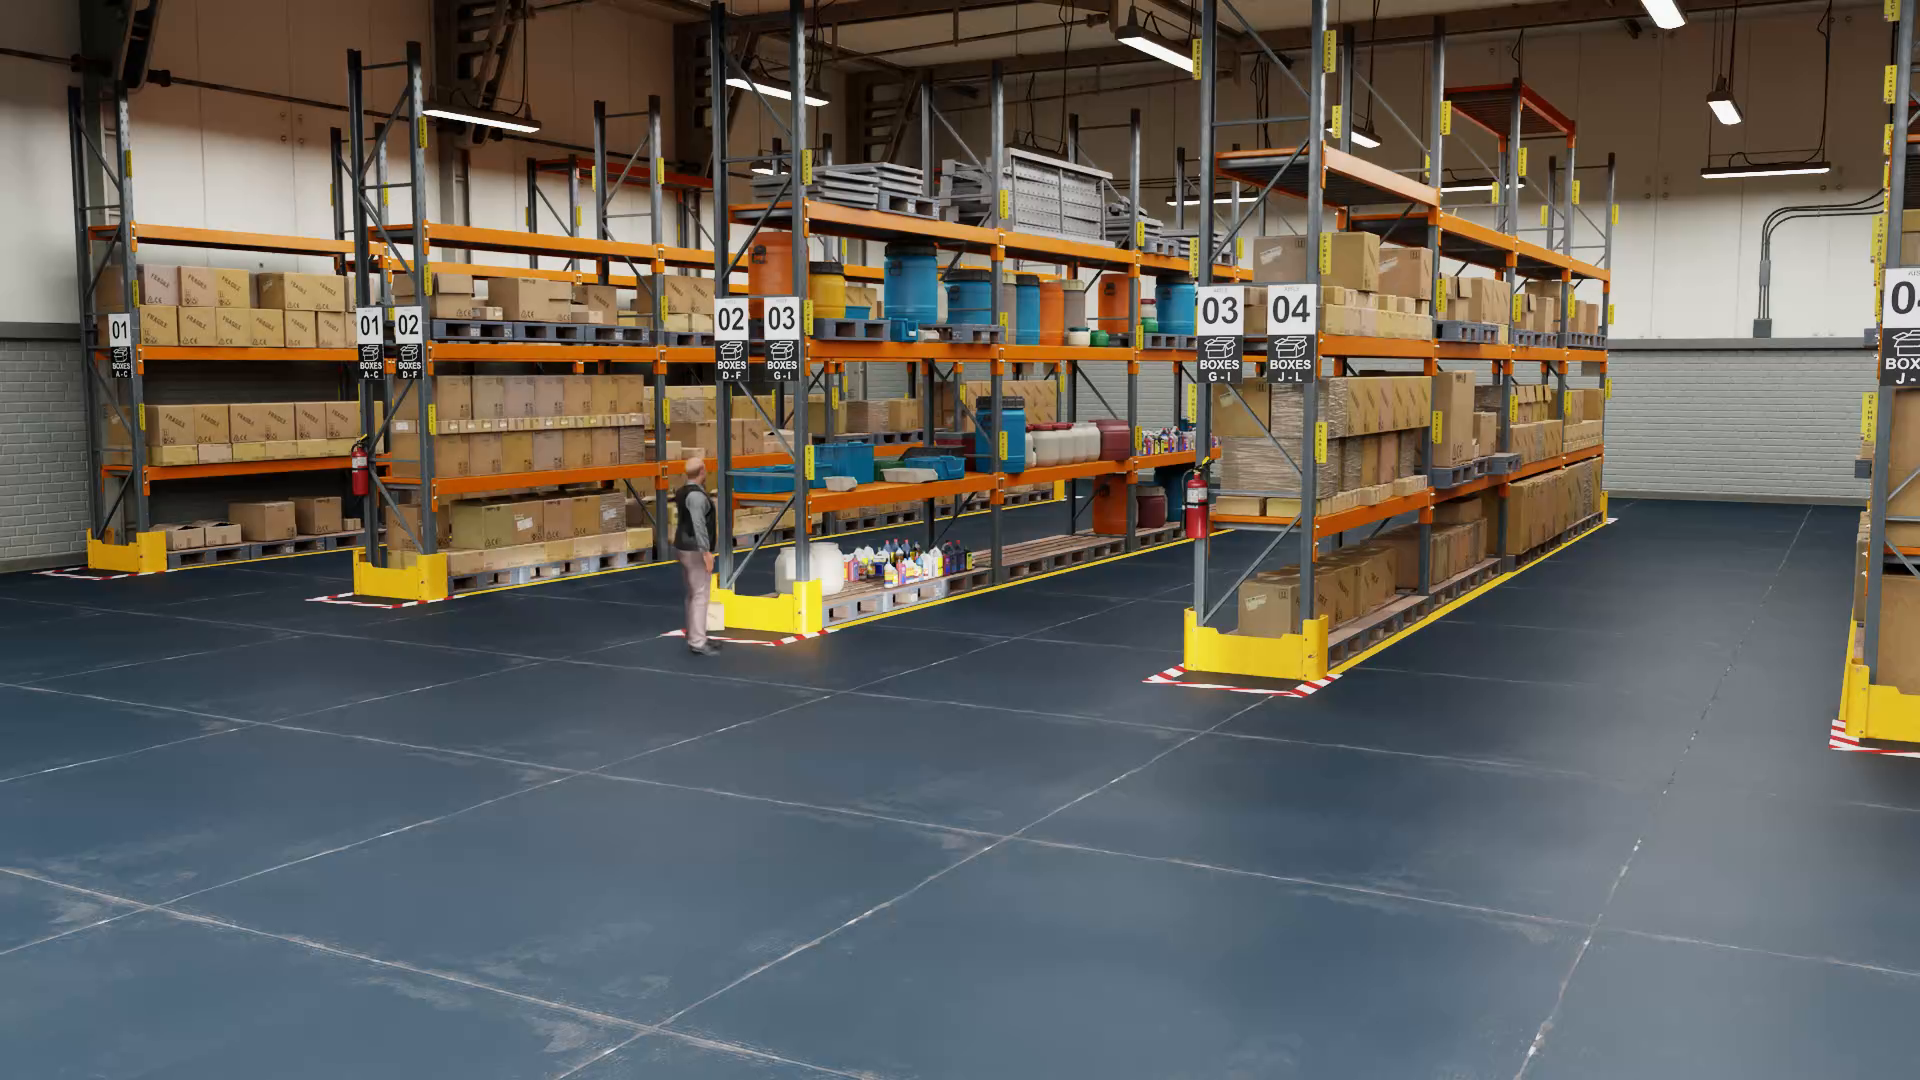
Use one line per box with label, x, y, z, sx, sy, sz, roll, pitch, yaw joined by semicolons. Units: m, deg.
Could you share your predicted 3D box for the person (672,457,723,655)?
person;-2.330;0.143;14.825;0.423;1.761;0.571;-2;6;-23
